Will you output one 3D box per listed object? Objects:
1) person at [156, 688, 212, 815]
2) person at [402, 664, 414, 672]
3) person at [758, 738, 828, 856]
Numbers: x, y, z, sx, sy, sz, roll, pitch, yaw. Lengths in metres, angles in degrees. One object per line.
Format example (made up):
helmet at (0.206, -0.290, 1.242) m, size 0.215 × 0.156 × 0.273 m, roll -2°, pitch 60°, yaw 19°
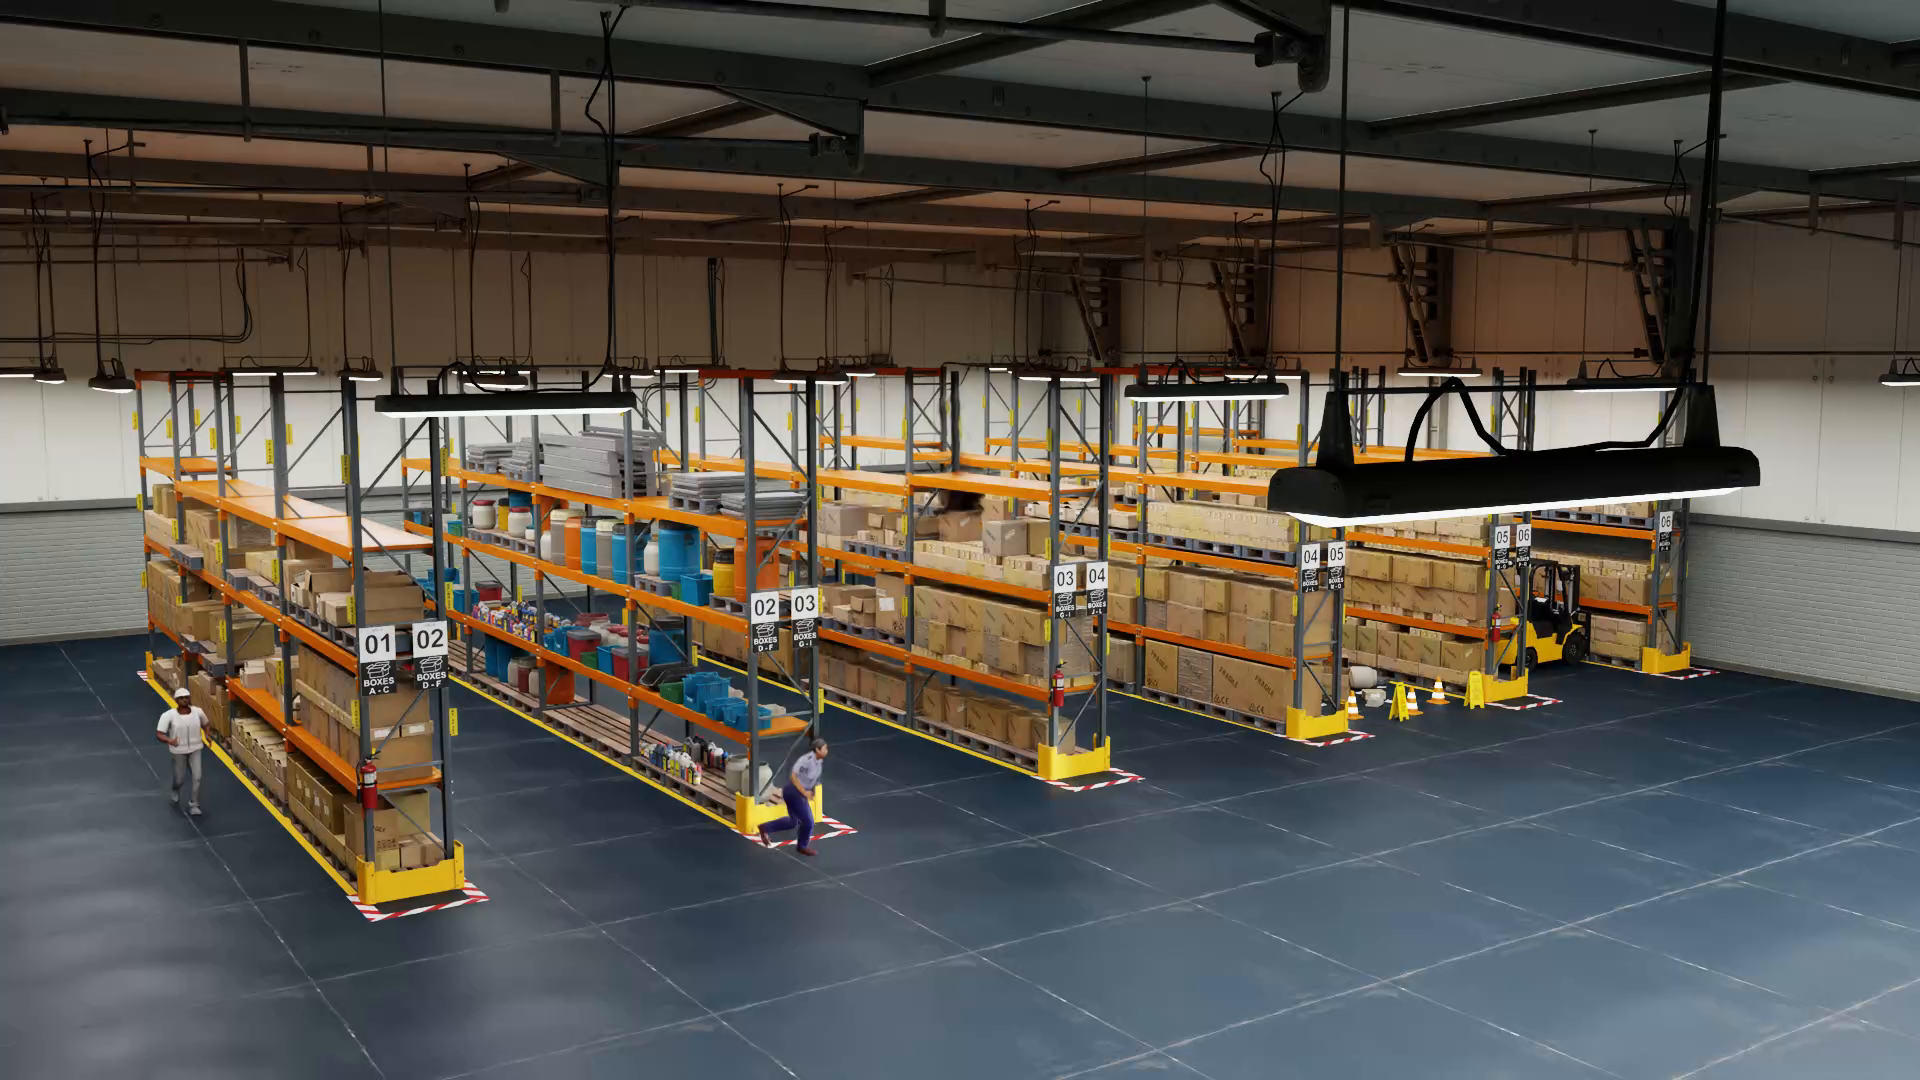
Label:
person at (-10.657, 2.894, 22.899) m, size 0.714 × 1.733 × 0.791 m, roll -5°, pitch 8°, yaw -38°
person at (-9.360, 2.386, 27.651) m, size 0.847 × 1.706 × 0.648 m, roll 6°, pitch 9°, yaw 45°
person at (-2.106, 3.229, 21.030) m, size 0.923 × 1.515 × 0.607 m, roll 1°, pitch 7°, yaw 13°
